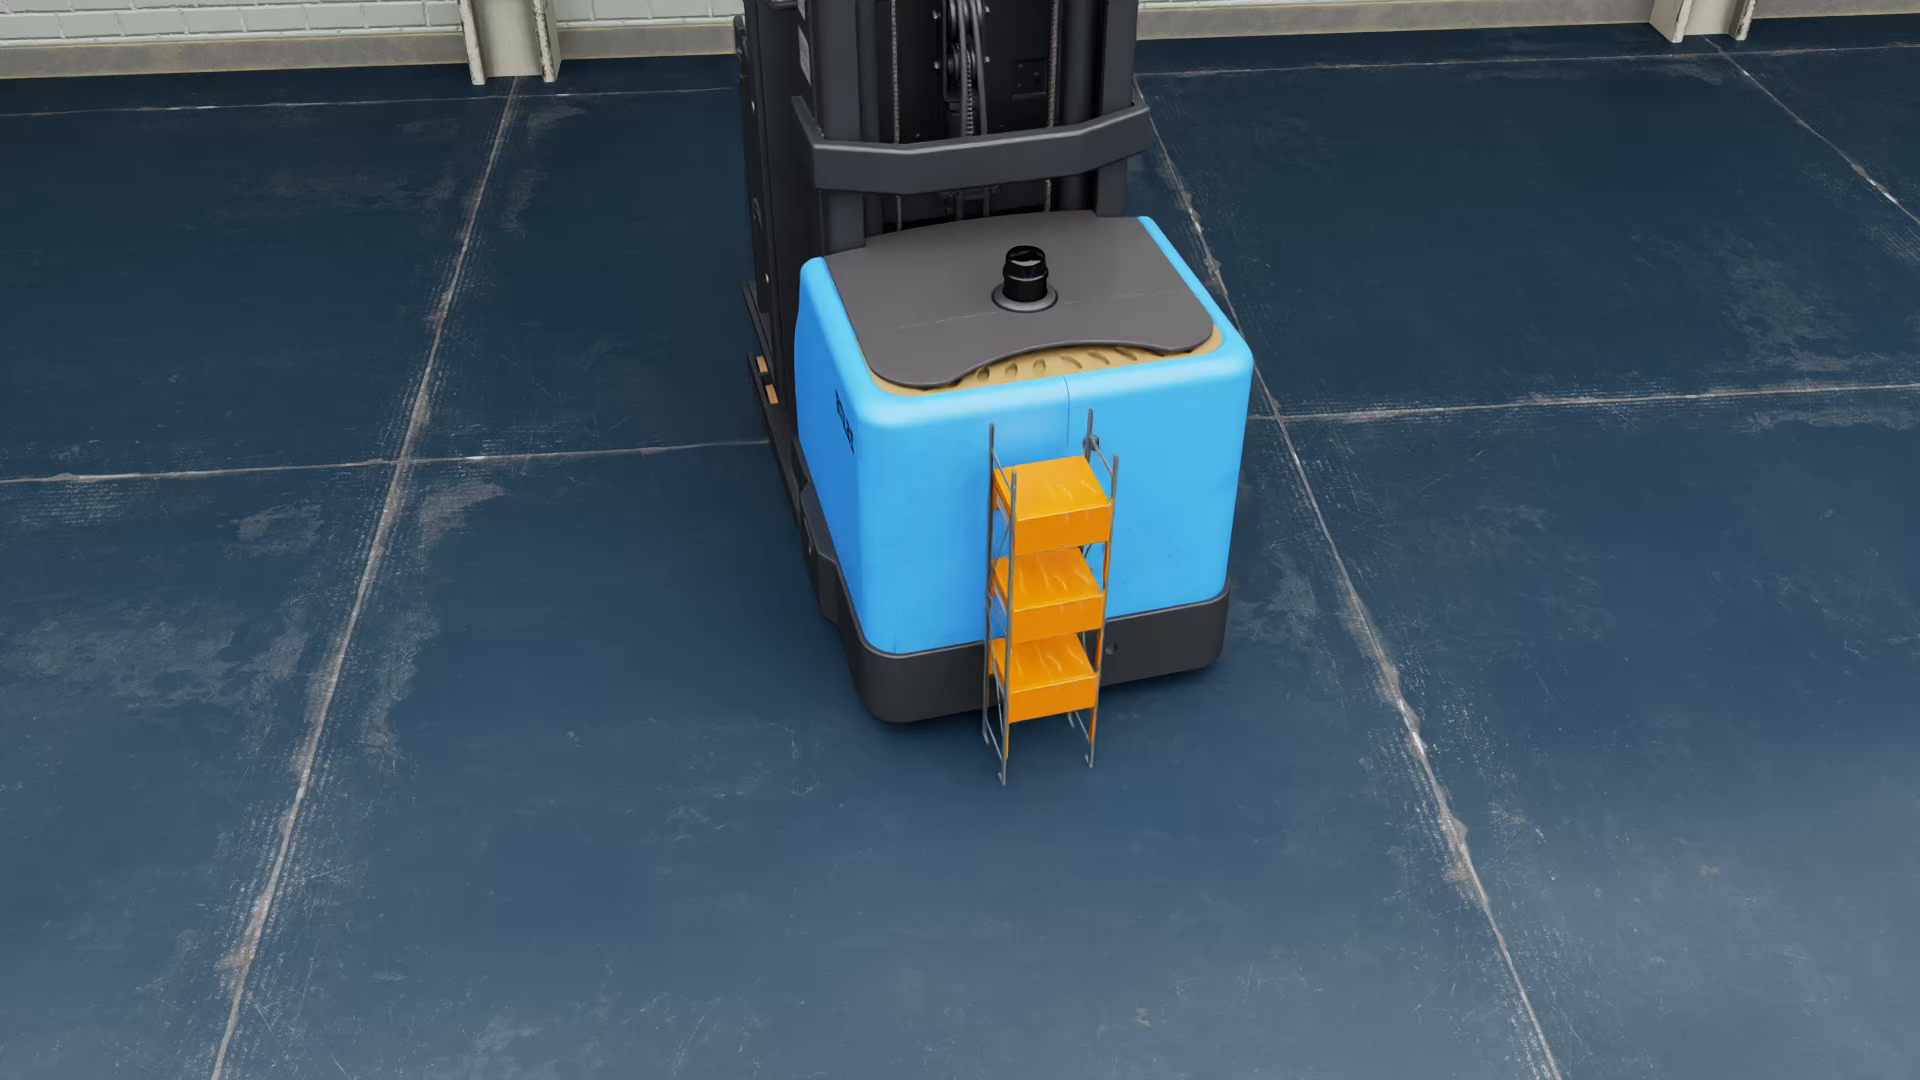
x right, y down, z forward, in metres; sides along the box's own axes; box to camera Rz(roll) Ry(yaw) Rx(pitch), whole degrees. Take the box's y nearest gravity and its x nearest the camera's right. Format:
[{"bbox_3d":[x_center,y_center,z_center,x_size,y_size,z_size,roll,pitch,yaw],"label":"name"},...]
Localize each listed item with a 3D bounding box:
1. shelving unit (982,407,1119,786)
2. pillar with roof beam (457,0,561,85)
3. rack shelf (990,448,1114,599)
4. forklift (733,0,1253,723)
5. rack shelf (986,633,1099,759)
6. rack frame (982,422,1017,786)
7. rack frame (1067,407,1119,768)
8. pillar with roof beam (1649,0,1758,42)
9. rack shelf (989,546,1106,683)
[{"bbox_3d":[0.213,0.169,4.183,0.252,1.050,0.215,-10,41,-12],"label":"shelving unit"},{"bbox_3d":[-1.792,-3.185,2.021,0.400,9.000,9.100,-3,38,-4],"label":"pillar with roof beam"},{"bbox_3d":[0.215,-0.041,4.008,0.240,0.259,0.215,-10,41,-12],"label":"rack shelf"},{"bbox_3d":[-0.120,-1.573,4.878,1.130,2.935,3.031,-9,39,-12],"label":"forklift"},{"bbox_3d":[0.211,0.390,4.368,0.240,0.259,0.215,-10,41,-12],"label":"rack shelf"},{"bbox_3d":[0.095,0.189,4.158,0.008,1.050,0.200,-10,41,-12],"label":"rack frame"},{"bbox_3d":[0.330,0.149,4.208,0.008,1.050,0.200,-10,41,-12],"label":"rack frame"},{"bbox_3d":[4.184,-3.514,2.439,0.400,9.000,9.100,-3,38,-4],"label":"pillar with roof beam"},{"bbox_3d":[0.213,0.177,4.190,0.240,0.259,0.215,-10,41,-12],"label":"rack shelf"}]
